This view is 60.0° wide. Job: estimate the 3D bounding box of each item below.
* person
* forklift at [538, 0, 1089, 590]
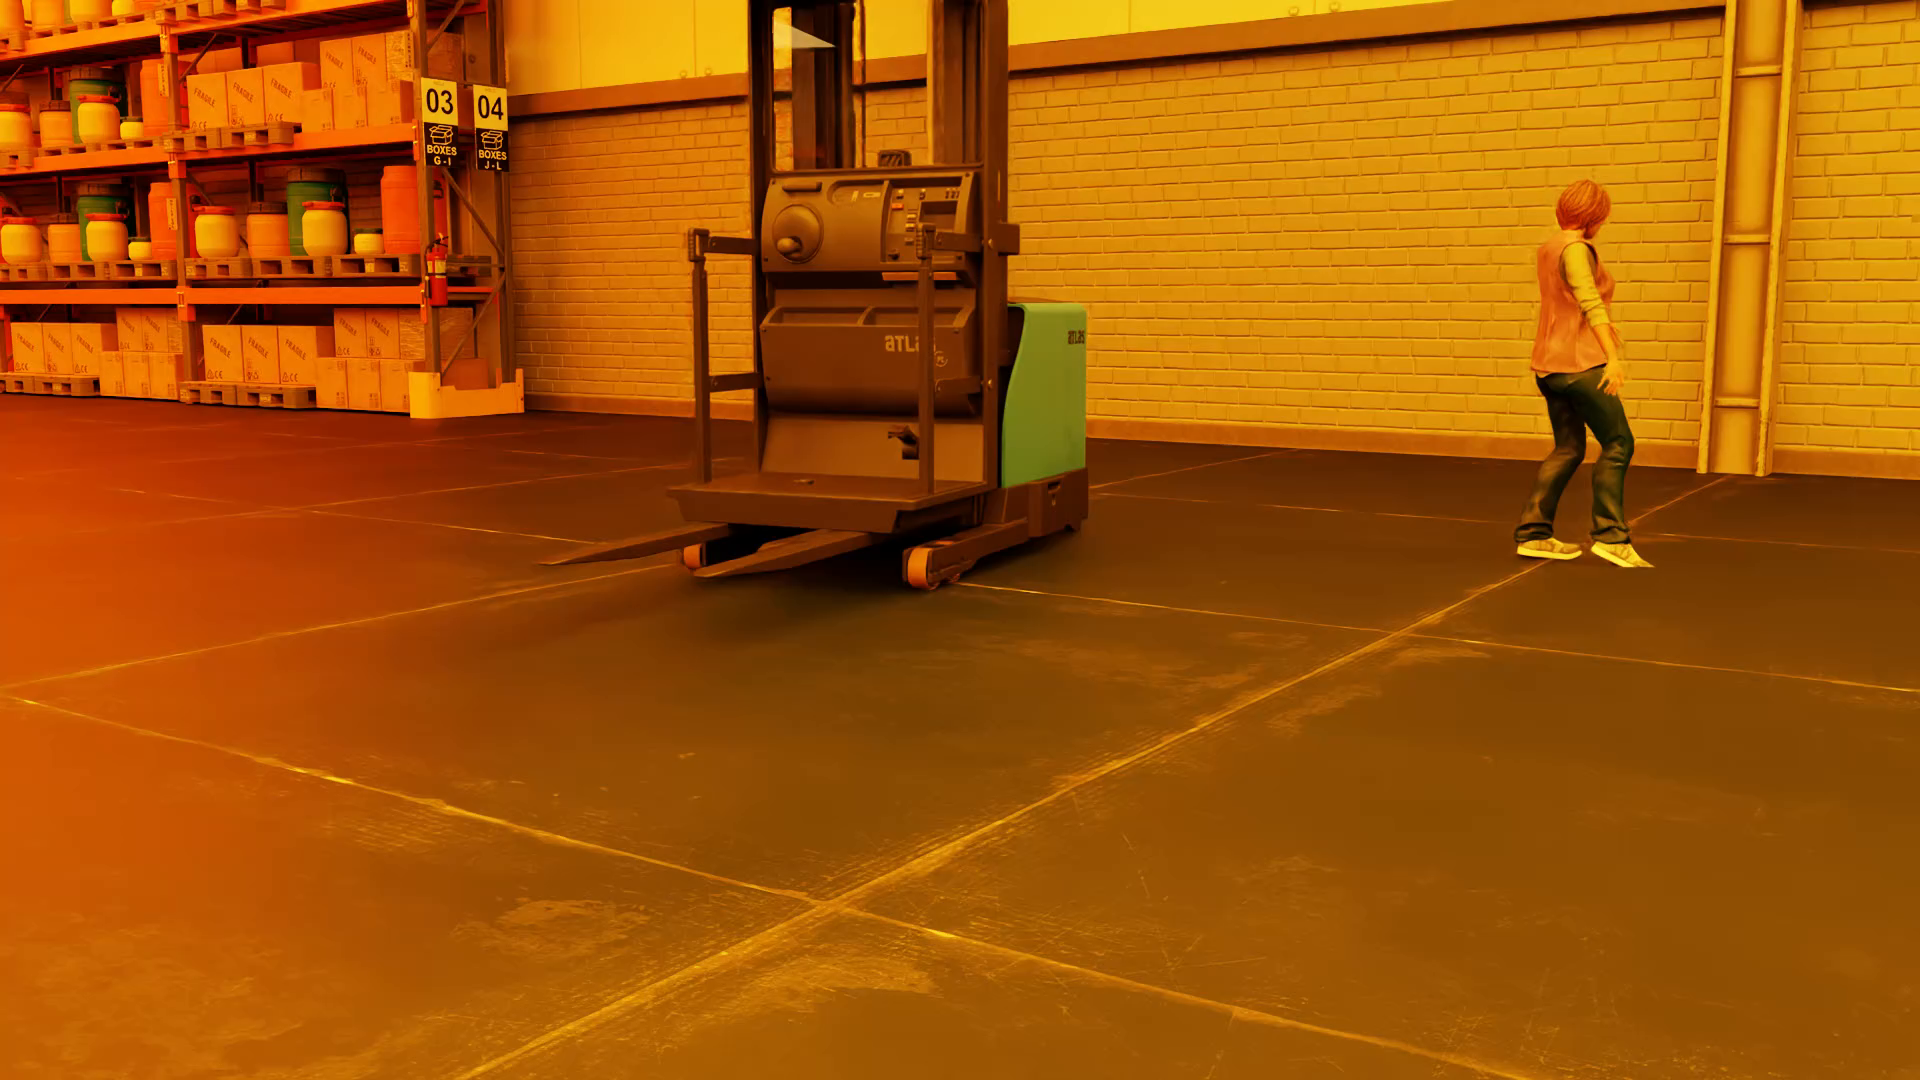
[{"bbox_3d":[2.605,-0.665,6.882,0.529,1.607,0.835,1,8,4],"label":"person"},{"bbox_3d":[-0.467,-1.330,6.544,1.130,2.935,3.031,4,9,24],"label":"forklift"}]
